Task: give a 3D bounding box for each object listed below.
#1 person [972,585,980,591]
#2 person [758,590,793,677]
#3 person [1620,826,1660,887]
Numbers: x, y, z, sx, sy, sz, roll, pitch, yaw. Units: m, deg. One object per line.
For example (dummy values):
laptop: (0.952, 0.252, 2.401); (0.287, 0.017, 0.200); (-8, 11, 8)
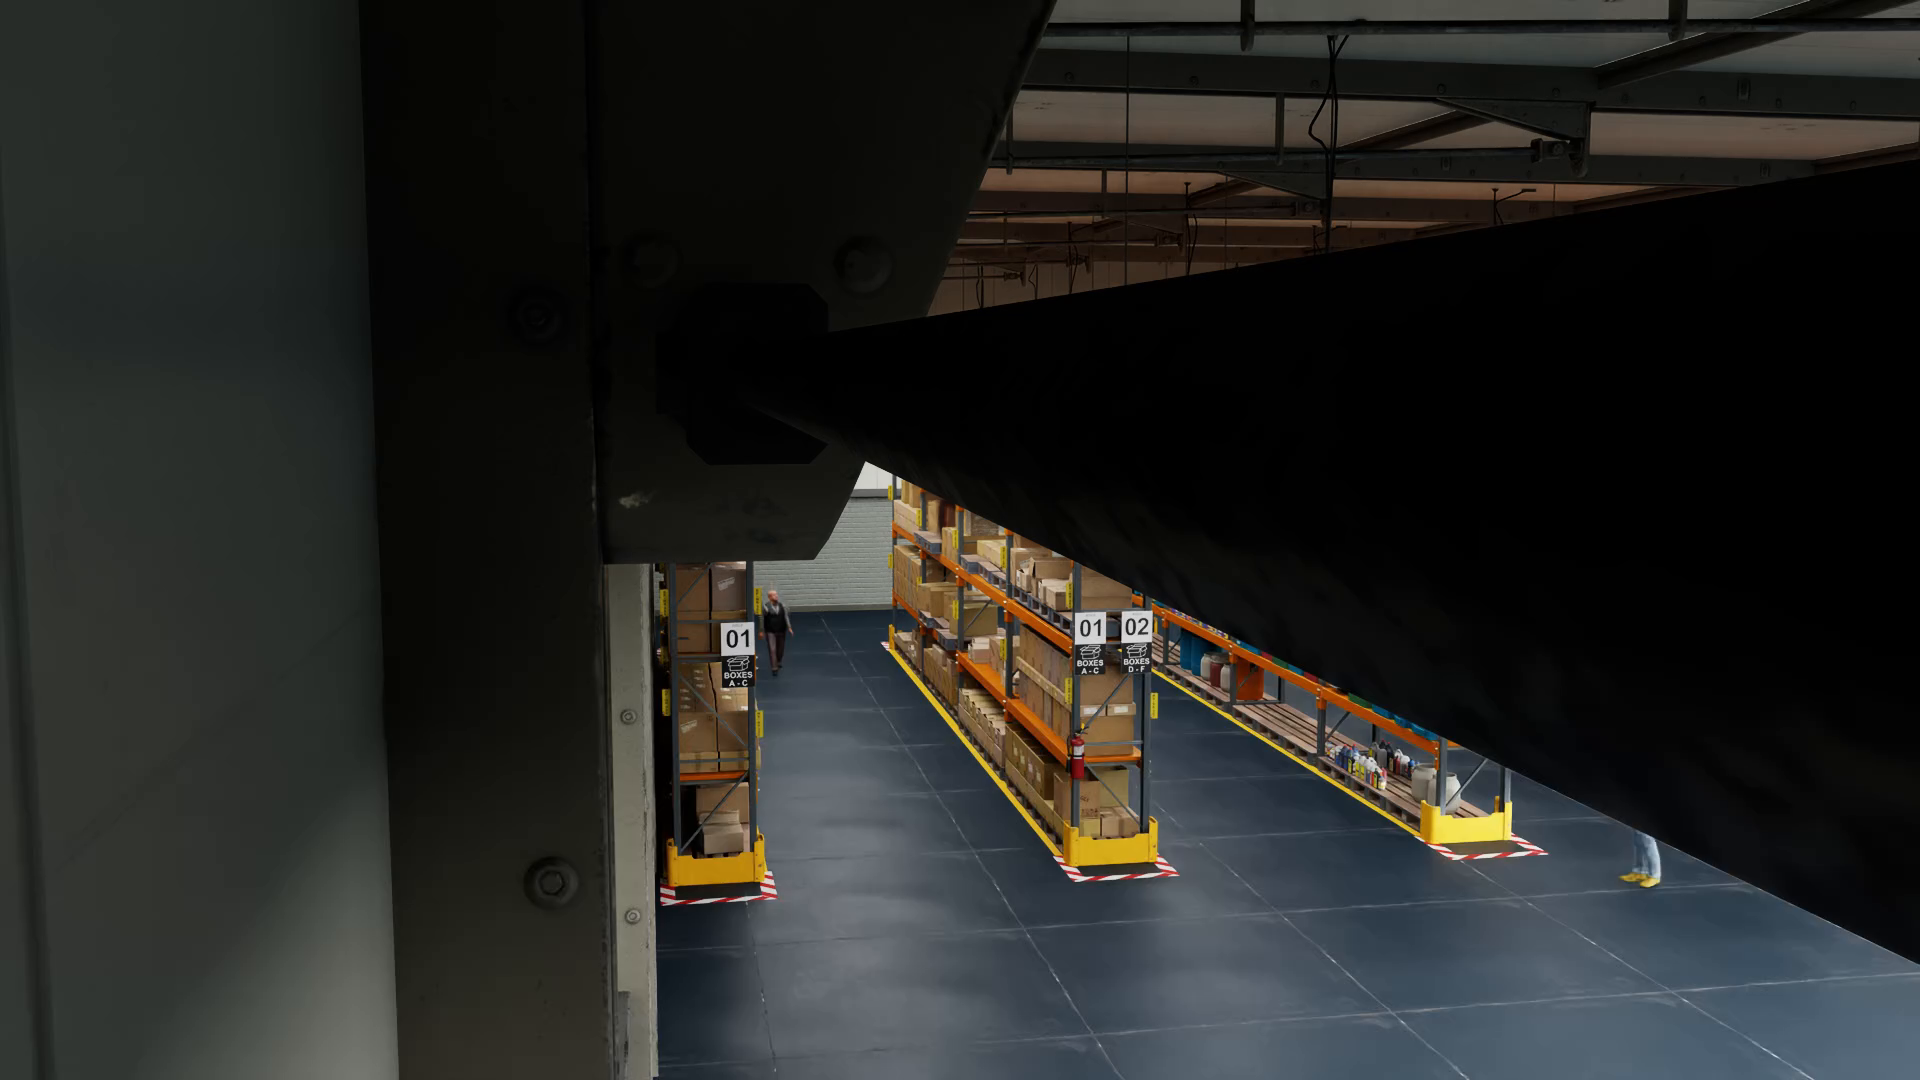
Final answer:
person: (0.294, 1.389, 38.098); (0.488, 1.639, 0.927); (-2, 7, -20)
person: (-3.651, 1.830, 32.882); (0.674, 1.675, 1.059); (-2, 6, -15)
person: (8.264, 3.284, 20.106); (0.397, 1.778, 0.645); (-2, 7, -19)
